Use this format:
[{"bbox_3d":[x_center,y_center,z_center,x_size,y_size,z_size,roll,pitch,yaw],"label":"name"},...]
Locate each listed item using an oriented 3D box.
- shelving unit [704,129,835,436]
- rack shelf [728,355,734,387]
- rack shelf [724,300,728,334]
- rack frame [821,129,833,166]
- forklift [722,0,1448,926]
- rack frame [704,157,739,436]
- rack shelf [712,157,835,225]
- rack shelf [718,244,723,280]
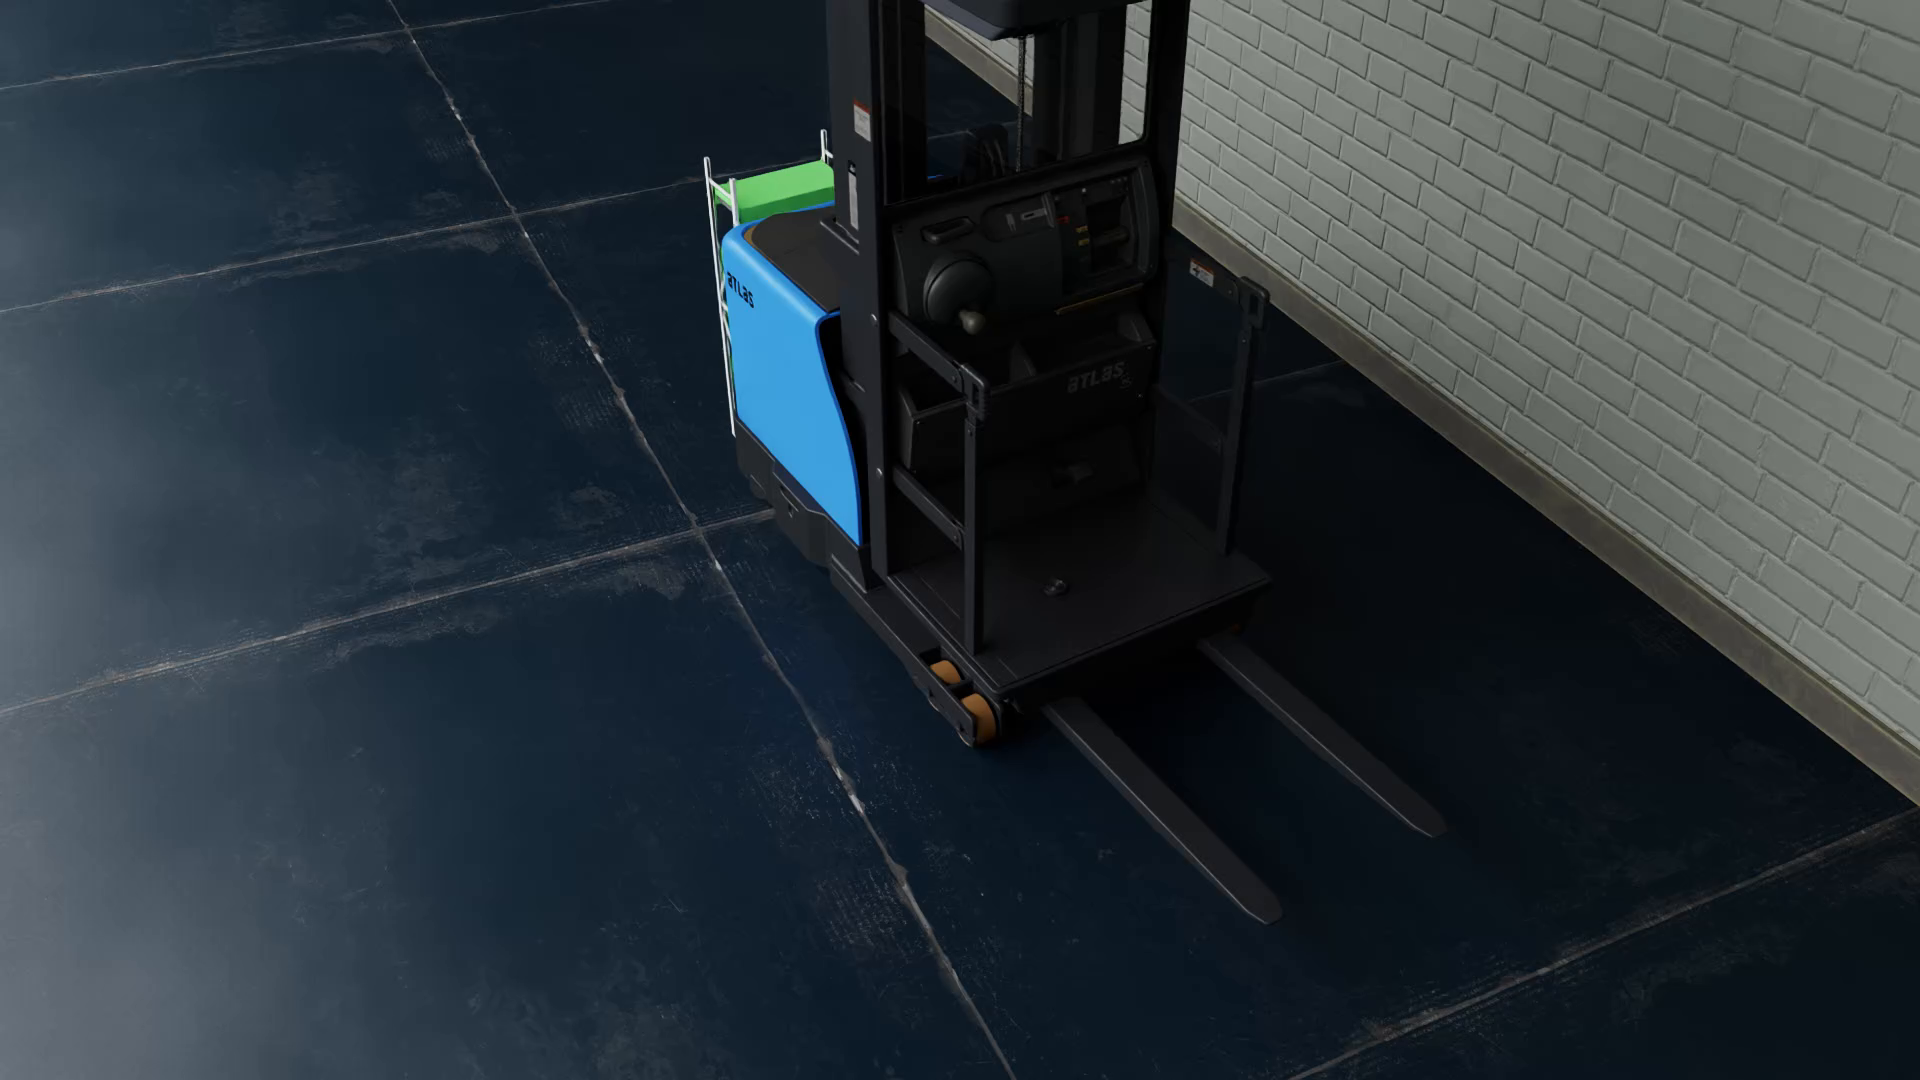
[{"bbox_3d":[-0.665,-0.944,6.512,0.503,1.200,0.258,-20,40,-25],"label":"shelving unit"},{"bbox_3d":[-0.662,-0.698,6.690,0.480,0.148,0.258,-20,40,-25],"label":"rack shelf"},{"bbox_3d":[-0.664,-0.893,6.550,0.480,0.148,0.258,-20,40,-25],"label":"rack shelf"},{"bbox_3d":[-0.458,-1.021,6.616,0.015,1.200,0.240,-20,40,-25],"label":"rack frame"},{"bbox_3d":[0.326,-0.834,4.914,1.130,2.935,3.031,-20,41,-25],"label":"forklift"},{"bbox_3d":[-0.872,-0.868,6.409,0.015,1.200,0.240,-20,40,-25],"label":"rack frame"},{"bbox_3d":[-0.668,-1.282,6.269,0.480,0.148,0.258,-20,40,-25],"label":"rack shelf"},{"bbox_3d":[-0.666,-1.087,6.409,0.480,0.148,0.258,-20,40,-25],"label":"rack shelf"}]
